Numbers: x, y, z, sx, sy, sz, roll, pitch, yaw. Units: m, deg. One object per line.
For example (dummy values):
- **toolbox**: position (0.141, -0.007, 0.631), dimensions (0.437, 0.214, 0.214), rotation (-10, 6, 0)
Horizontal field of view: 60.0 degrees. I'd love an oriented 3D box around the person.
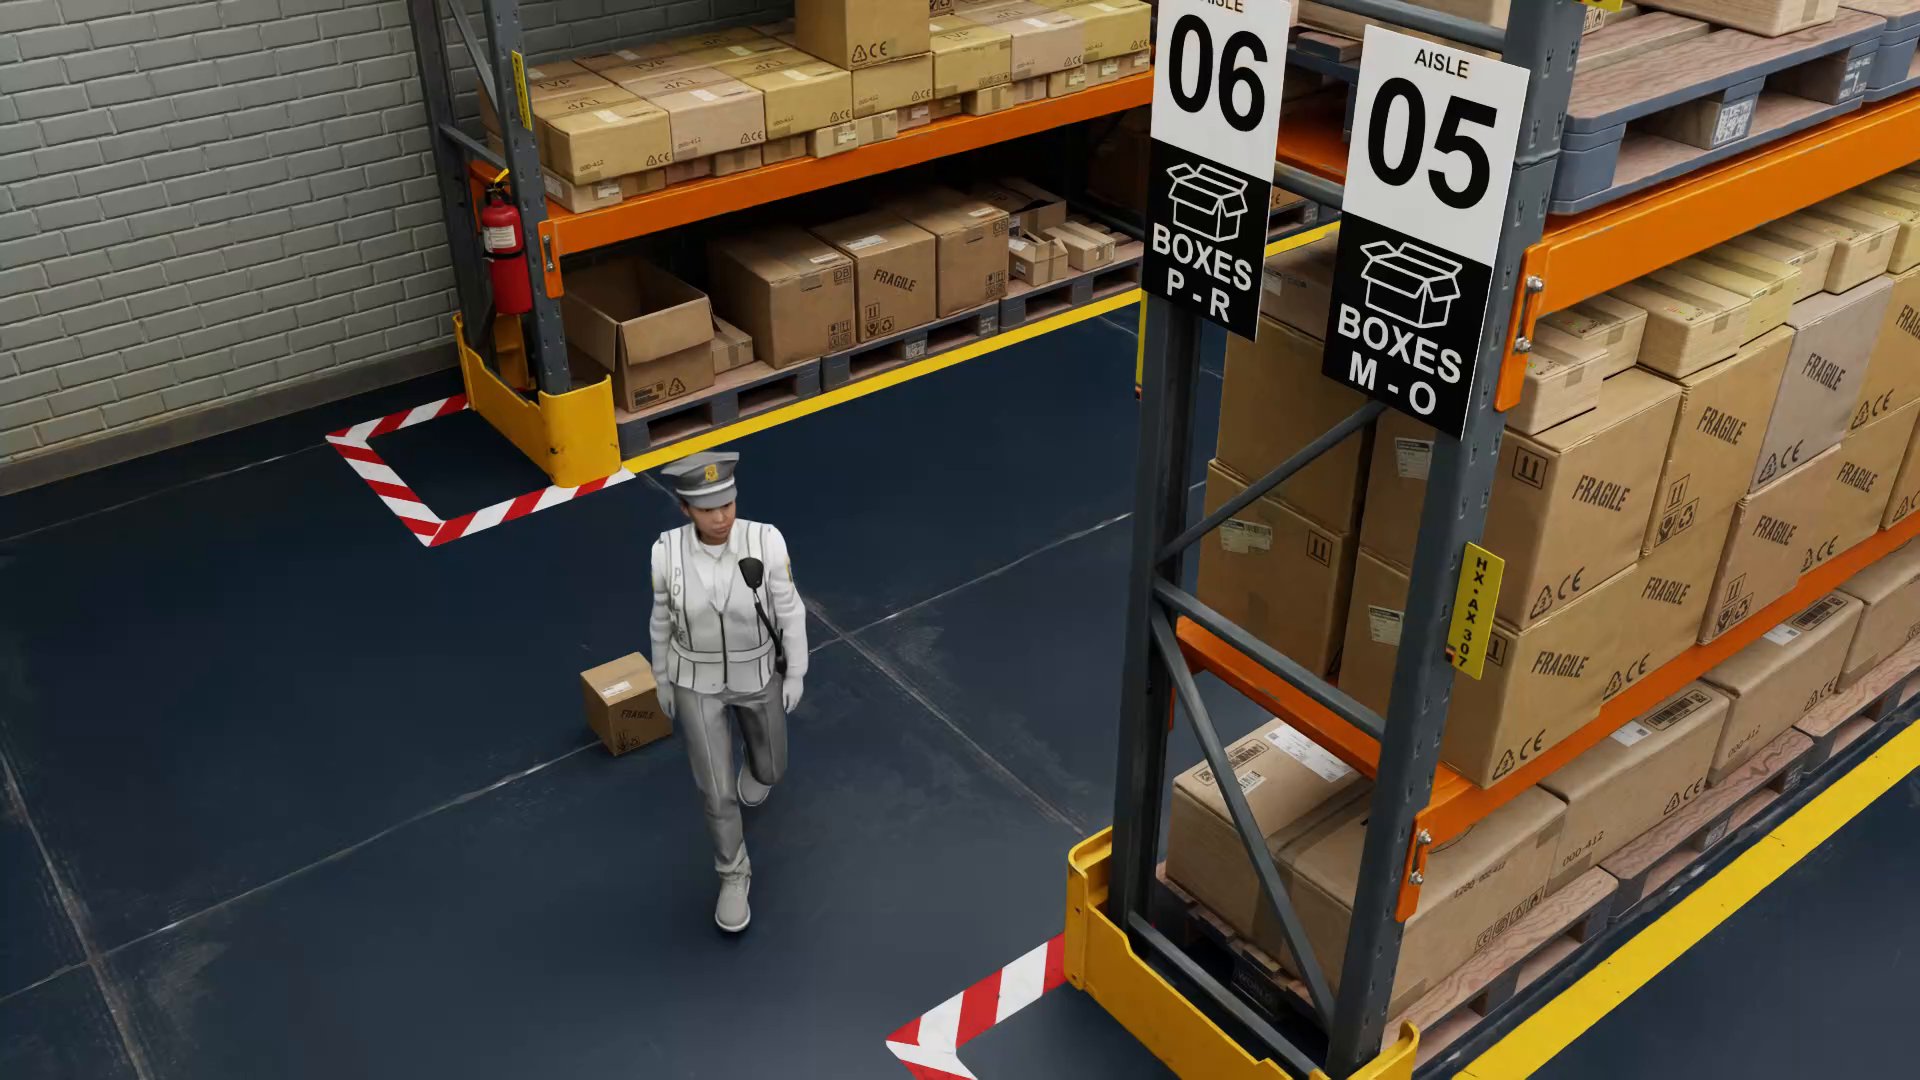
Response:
- **person**: position (-0.748, 0.419, 5.428), dimensions (0.509, 1.658, 0.751), rotation (-5, 33, -7)
